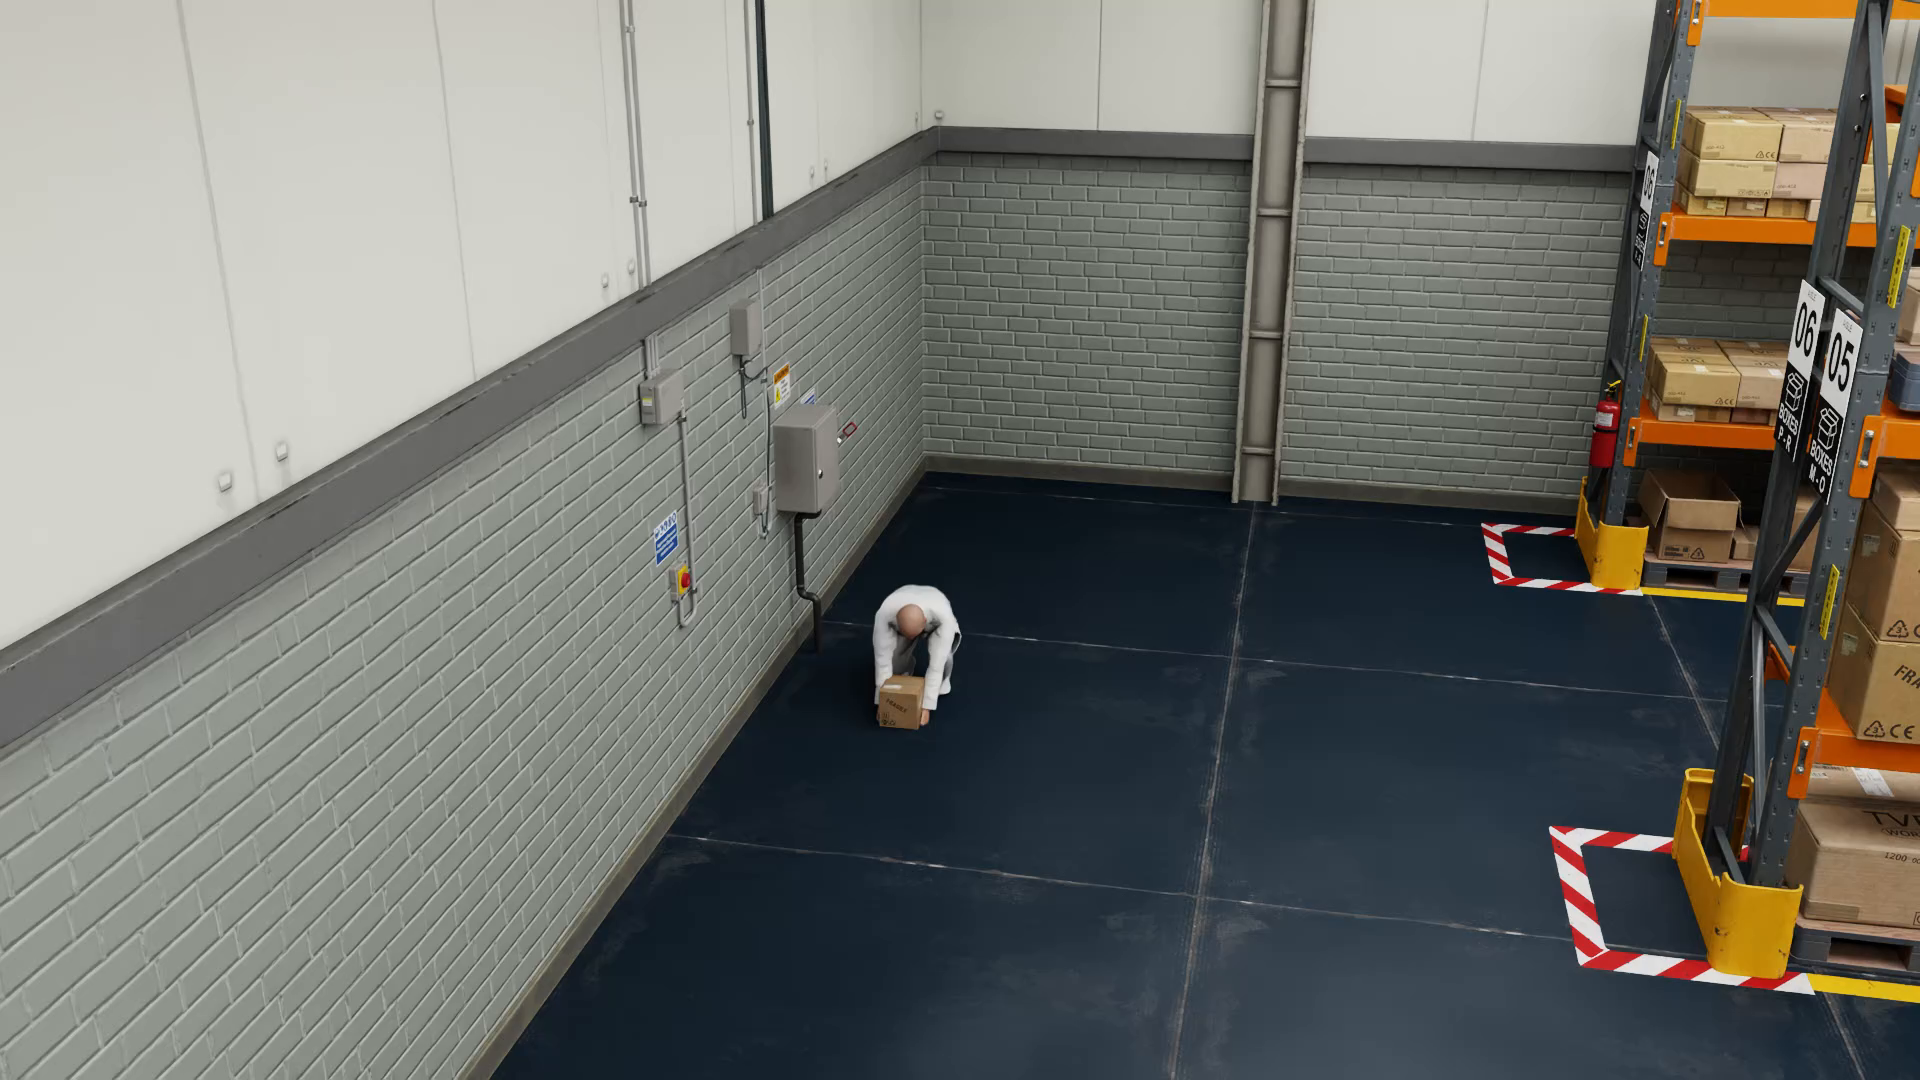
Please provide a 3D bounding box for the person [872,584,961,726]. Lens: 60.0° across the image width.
[{"bbox_3d":[-0.292,0.699,10.805,0.581,0.858,0.922,4,22,10],"label":"person"}]
